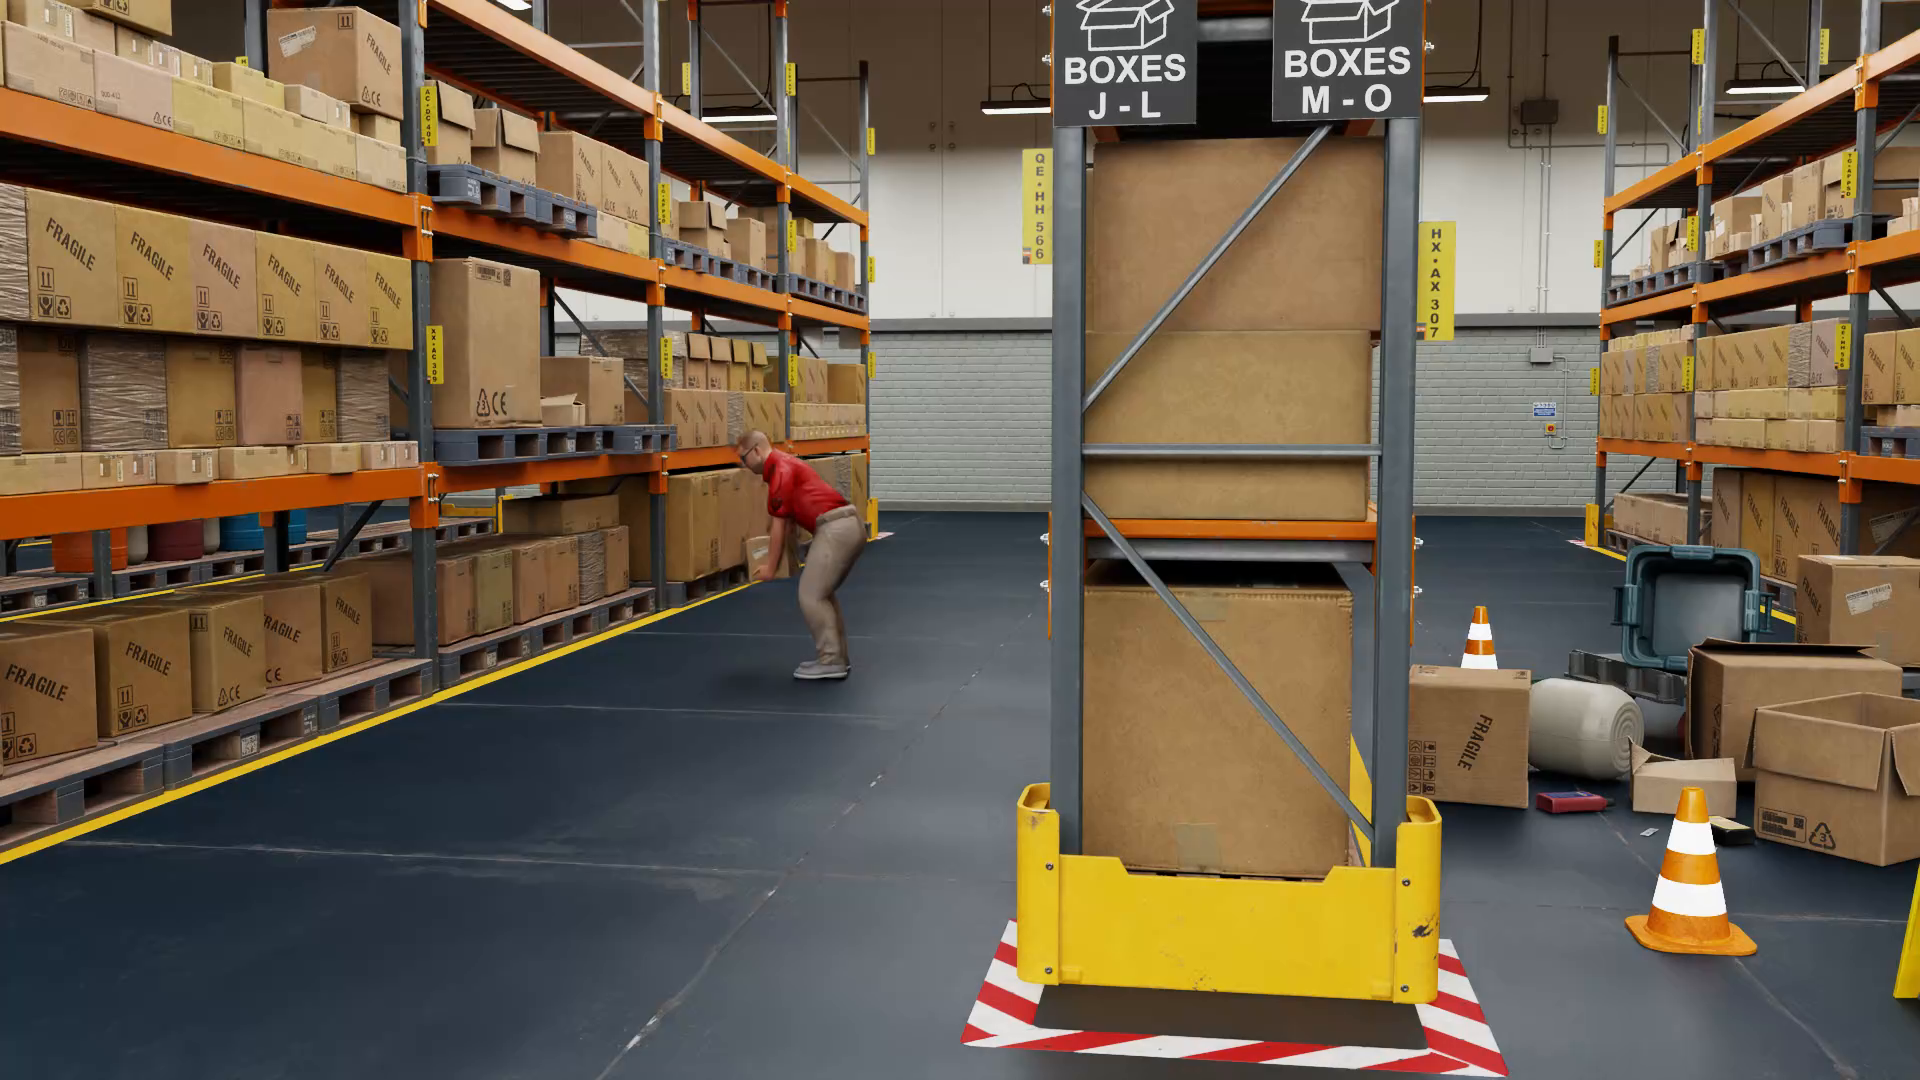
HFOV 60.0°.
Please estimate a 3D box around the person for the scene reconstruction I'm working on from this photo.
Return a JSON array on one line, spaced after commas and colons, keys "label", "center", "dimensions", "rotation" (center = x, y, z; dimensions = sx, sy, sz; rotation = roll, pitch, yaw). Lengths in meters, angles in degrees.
[{"label": "person", "center": [-0.967, 0.085, 10.169], "dimensions": [0.779, 1.501, 0.476], "rotation": [1, 4, 7]}]
